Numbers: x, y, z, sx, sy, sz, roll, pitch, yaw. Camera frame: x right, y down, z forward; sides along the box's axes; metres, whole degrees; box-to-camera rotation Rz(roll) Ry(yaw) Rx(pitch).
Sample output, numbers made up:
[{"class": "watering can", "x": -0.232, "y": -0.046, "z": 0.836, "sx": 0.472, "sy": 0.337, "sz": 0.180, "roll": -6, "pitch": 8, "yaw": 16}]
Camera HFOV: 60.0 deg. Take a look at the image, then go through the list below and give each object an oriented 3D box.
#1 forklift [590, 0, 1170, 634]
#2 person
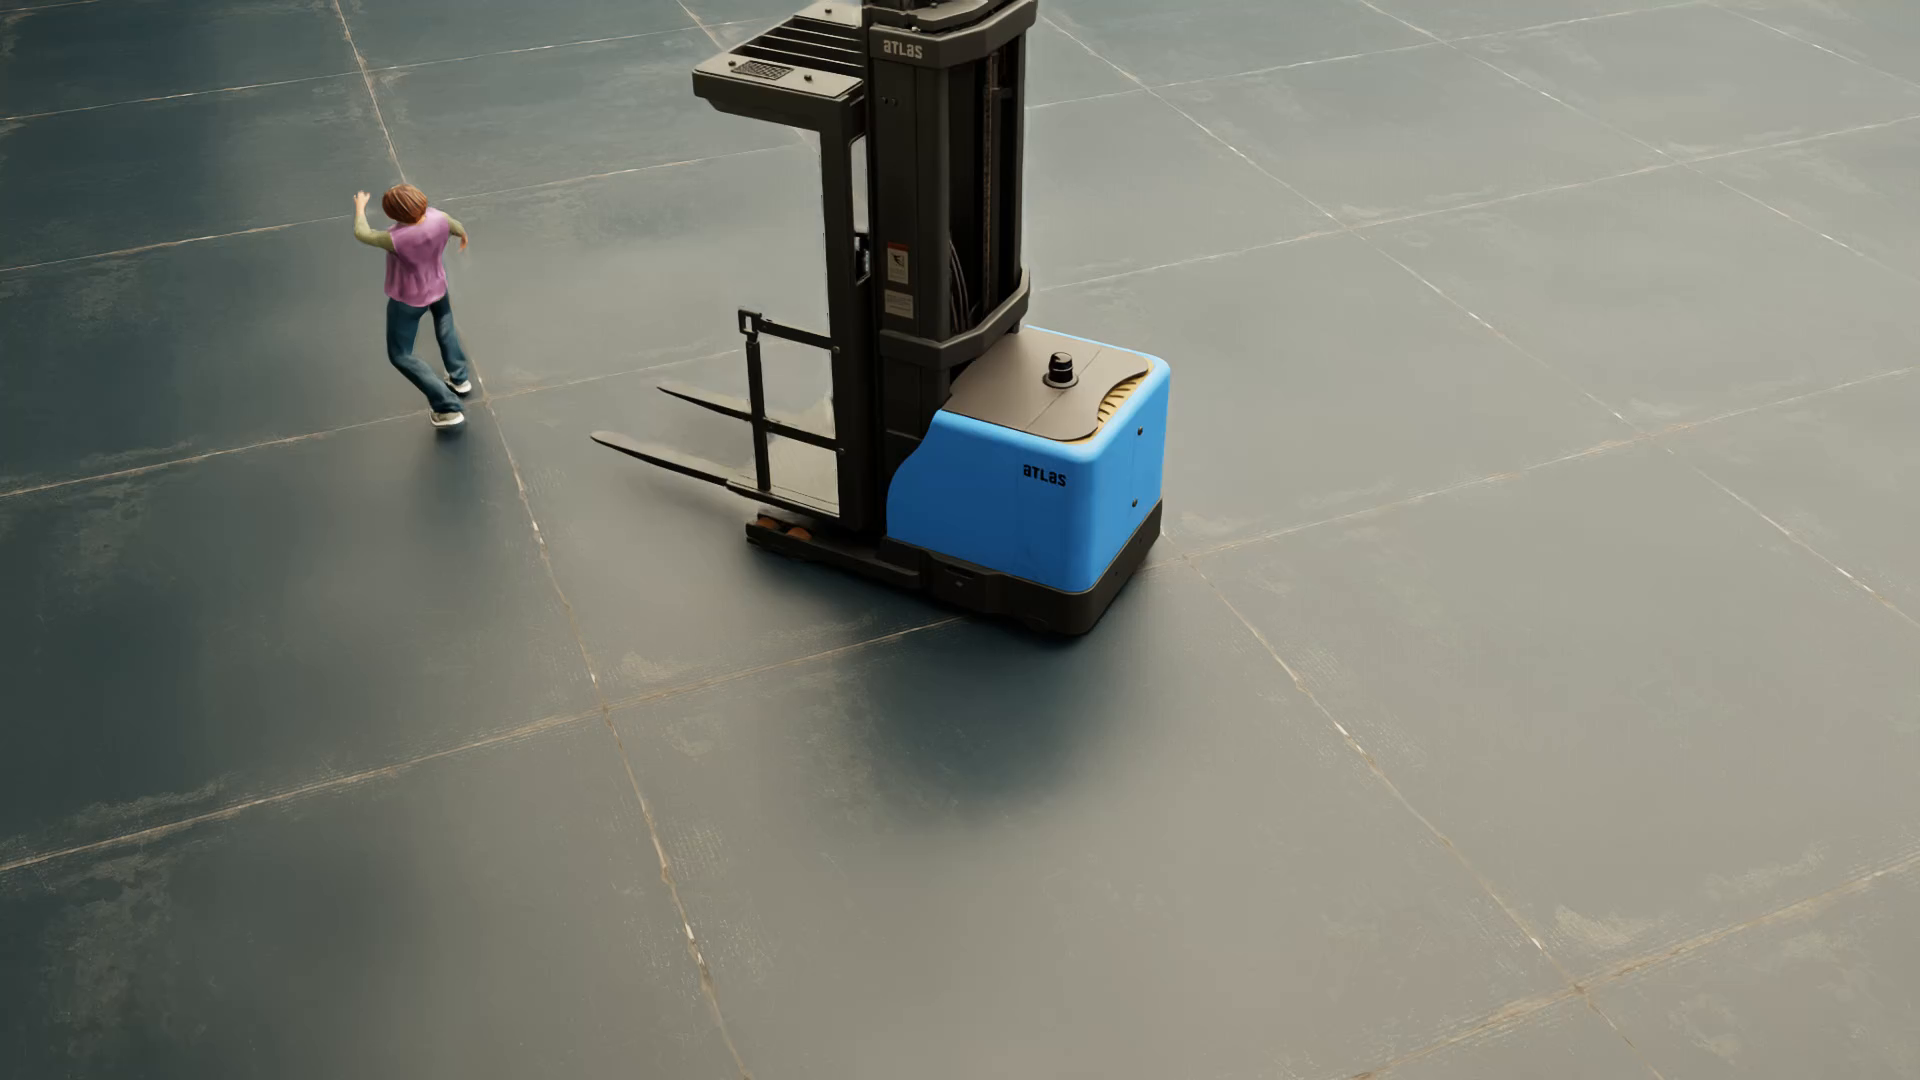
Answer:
[{"class": "forklift", "x": -0.521, "y": -1.342, "z": 7.986, "sx": 3.031, "sy": 2.935, "sz": 1.130, "roll": 17, "pitch": 39, "yaw": 22}, {"class": "person", "x": -3.018, "y": -1.447, "z": 9.418, "sx": 0.778, "sy": 1.426, "sz": 0.777, "roll": 16, "pitch": 39, "yaw": 21}]
